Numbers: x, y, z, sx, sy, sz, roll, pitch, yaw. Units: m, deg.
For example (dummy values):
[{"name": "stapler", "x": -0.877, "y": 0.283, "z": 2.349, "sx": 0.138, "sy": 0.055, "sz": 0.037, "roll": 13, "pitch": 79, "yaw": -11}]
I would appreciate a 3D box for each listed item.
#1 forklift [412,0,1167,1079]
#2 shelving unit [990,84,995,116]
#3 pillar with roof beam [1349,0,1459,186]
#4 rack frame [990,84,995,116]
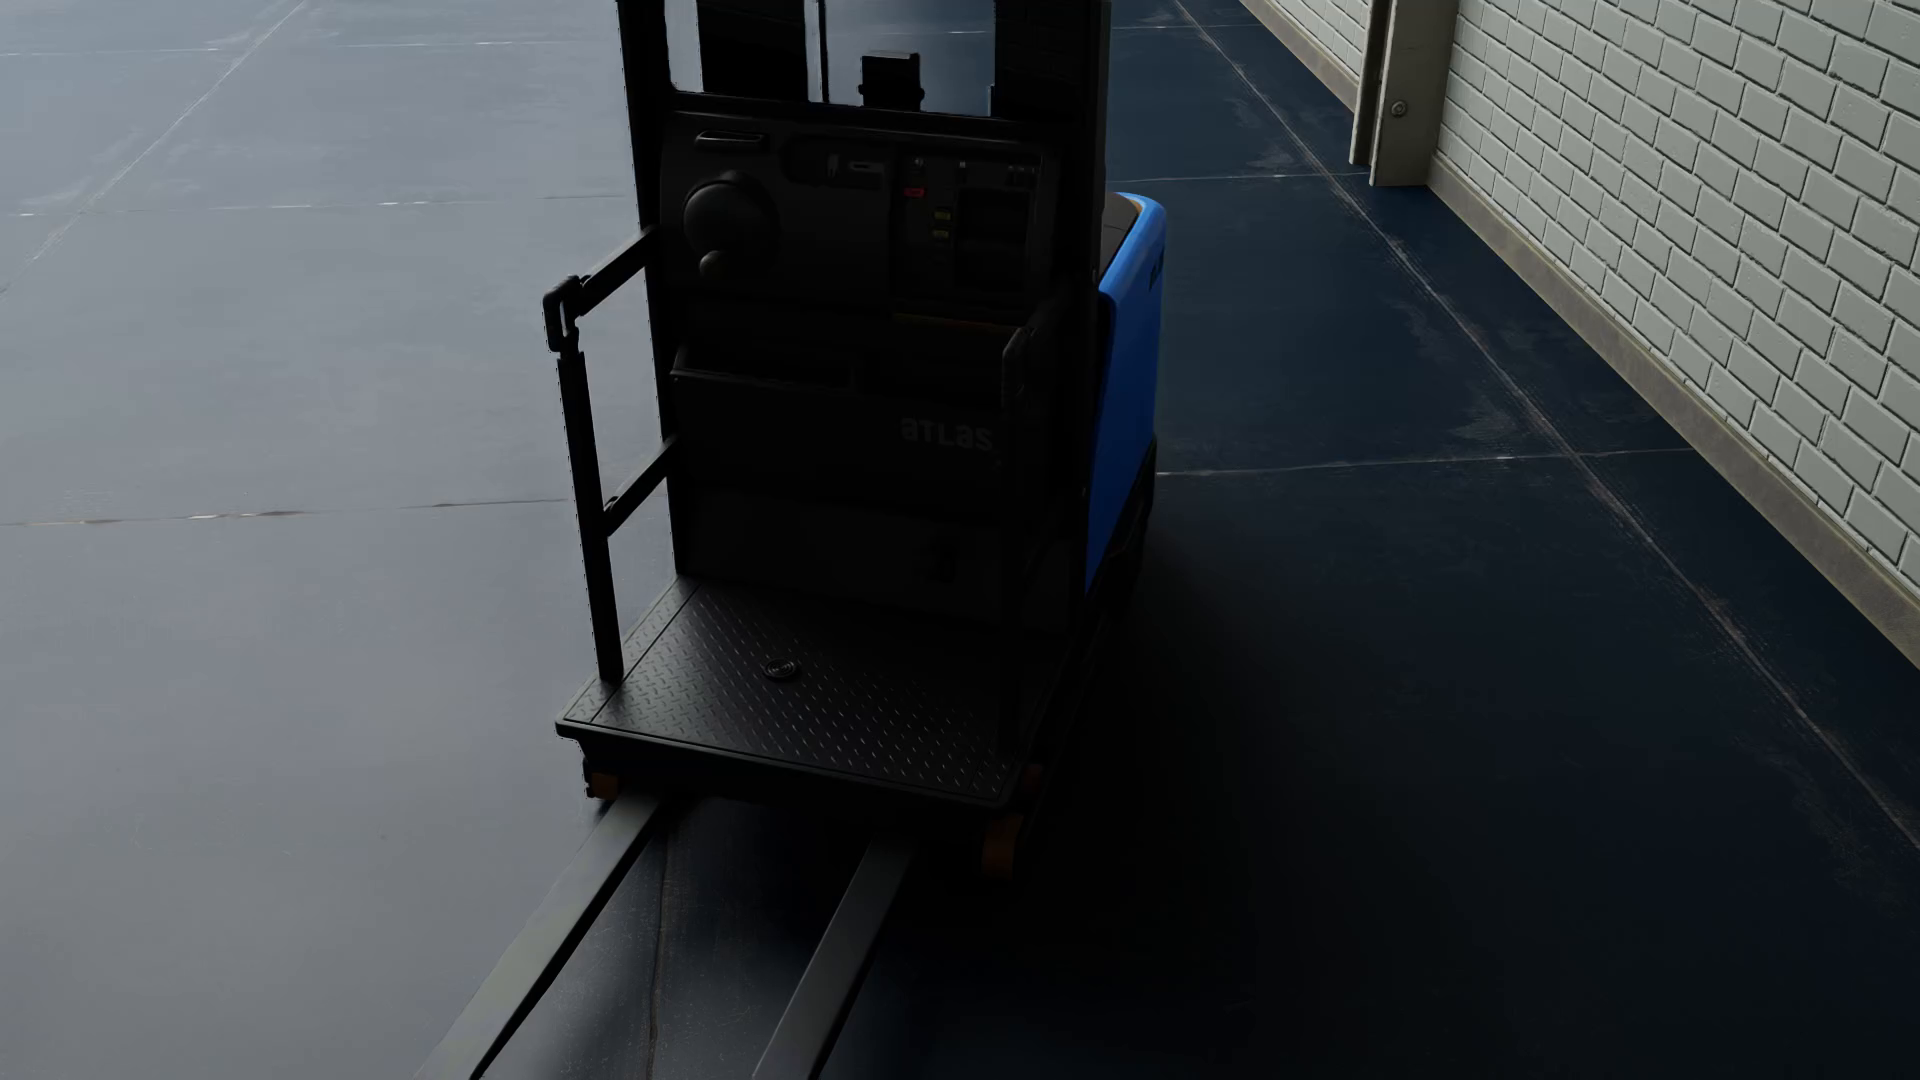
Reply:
[{"name": "forklift", "x": -0.291, "y": -0.685, "z": 3.538, "sx": 1.130, "sy": 2.935, "sz": 3.031, "roll": 9, "pitch": 32, "yaw": 14}, {"name": "shelving unit", "x": 0.183, "y": -0.826, "z": 5.462, "sx": 0.258, "sy": 1.200, "sz": 0.503, "roll": 4, "pitch": 31, "yaw": 7}, {"name": "pillar with roof beam", "x": -2.130, "y": -5.499, "z": 5.681, "sx": 9.100, "sy": 9.000, "sz": 0.400, "roll": -3, "pitch": 31, "yaw": -5}, {"name": "rack frame", "x": 0.218, "y": -0.950, "z": 5.670, "sx": 0.240, "sy": 1.200, "sz": 0.015, "roll": 4, "pitch": 31, "yaw": 7}]
